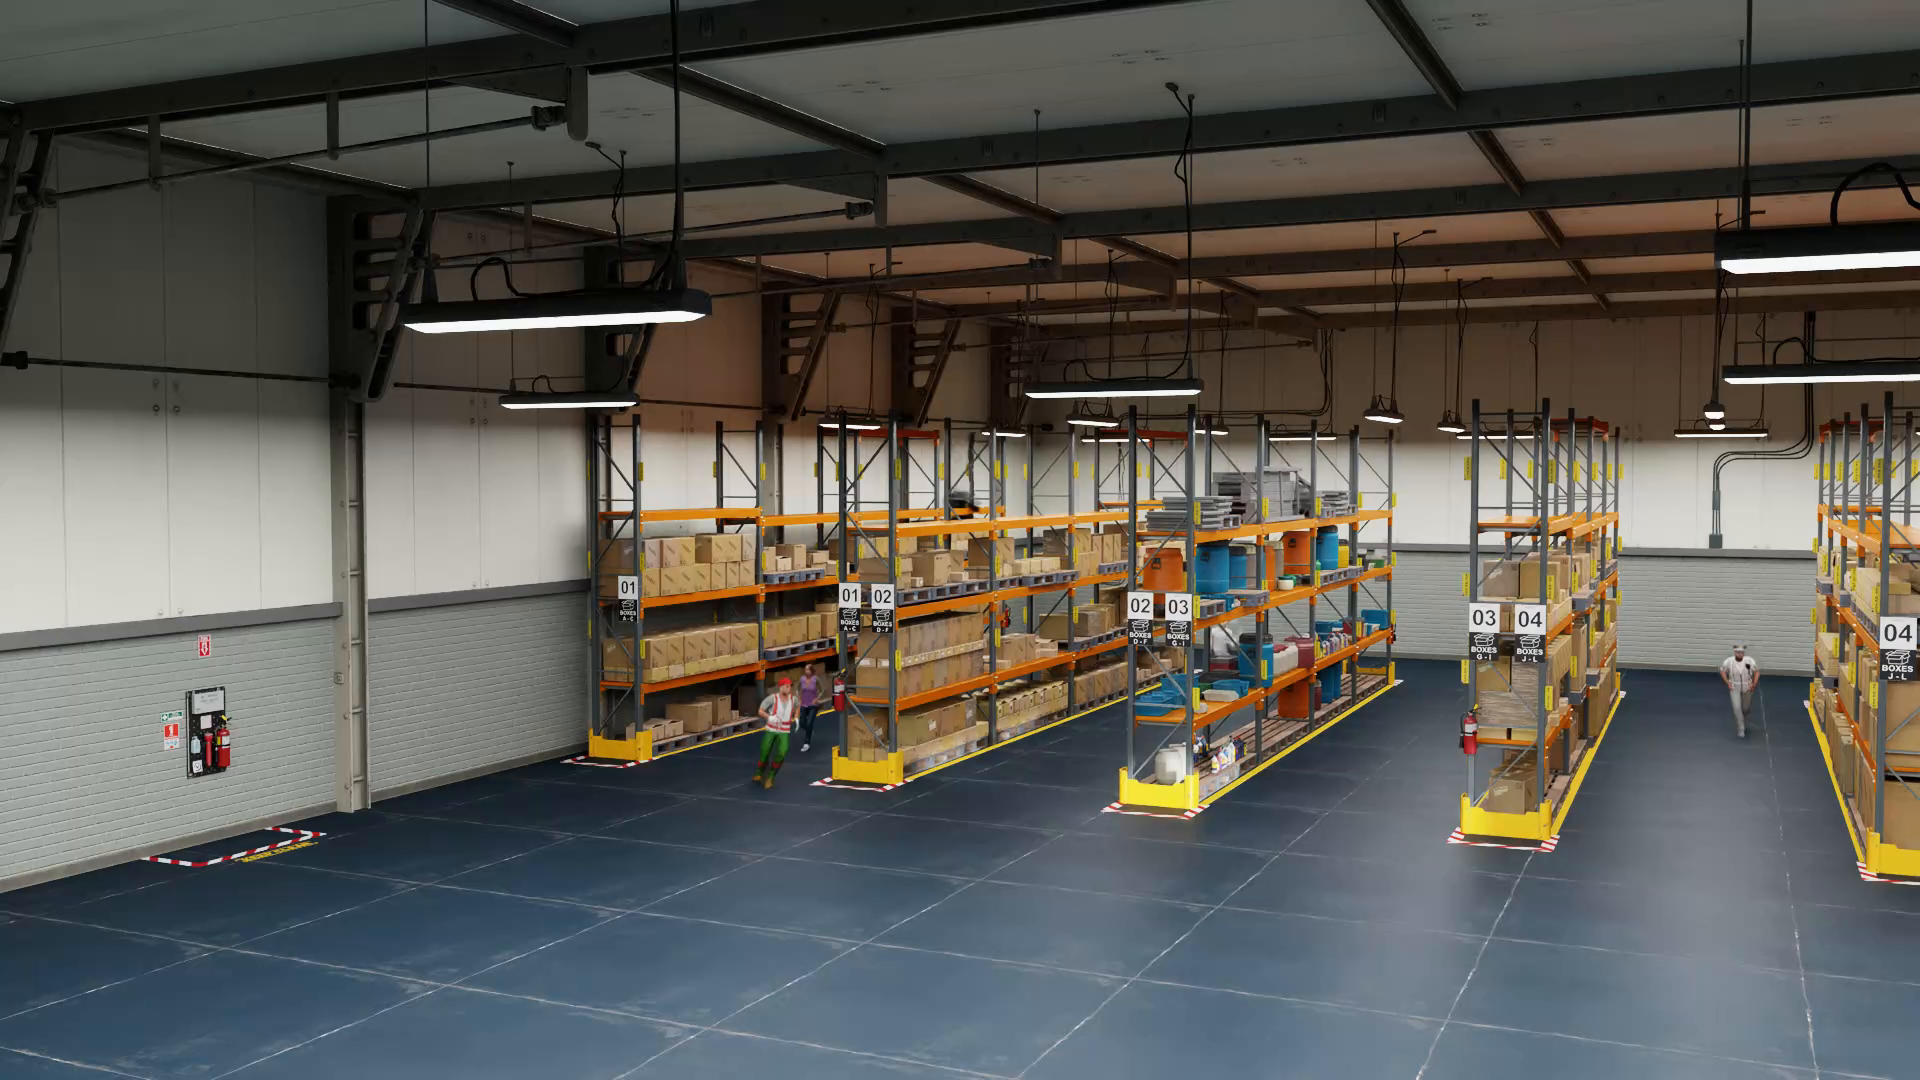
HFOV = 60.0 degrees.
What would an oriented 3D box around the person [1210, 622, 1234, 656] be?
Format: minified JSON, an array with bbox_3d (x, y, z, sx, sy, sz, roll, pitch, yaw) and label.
[{"bbox_3d":[5.993,2.583,38.258,0.619,1.705,0.779,0,2,8],"label":"person"}]

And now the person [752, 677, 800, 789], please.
[{"bbox_3d":[-2.912,3.063,26.530,0.764,1.755,0.756,-1,2,-17],"label":"person"}]

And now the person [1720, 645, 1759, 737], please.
[{"bbox_3d":[14.896,2.857,31.790,0.669,1.771,0.924,1,2,17],"label":"person"}]

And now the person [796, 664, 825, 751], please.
[{"bbox_3d":[-2.712,3.004,29.961,0.554,1.555,0.487,0,2,9],"label":"person"}]
